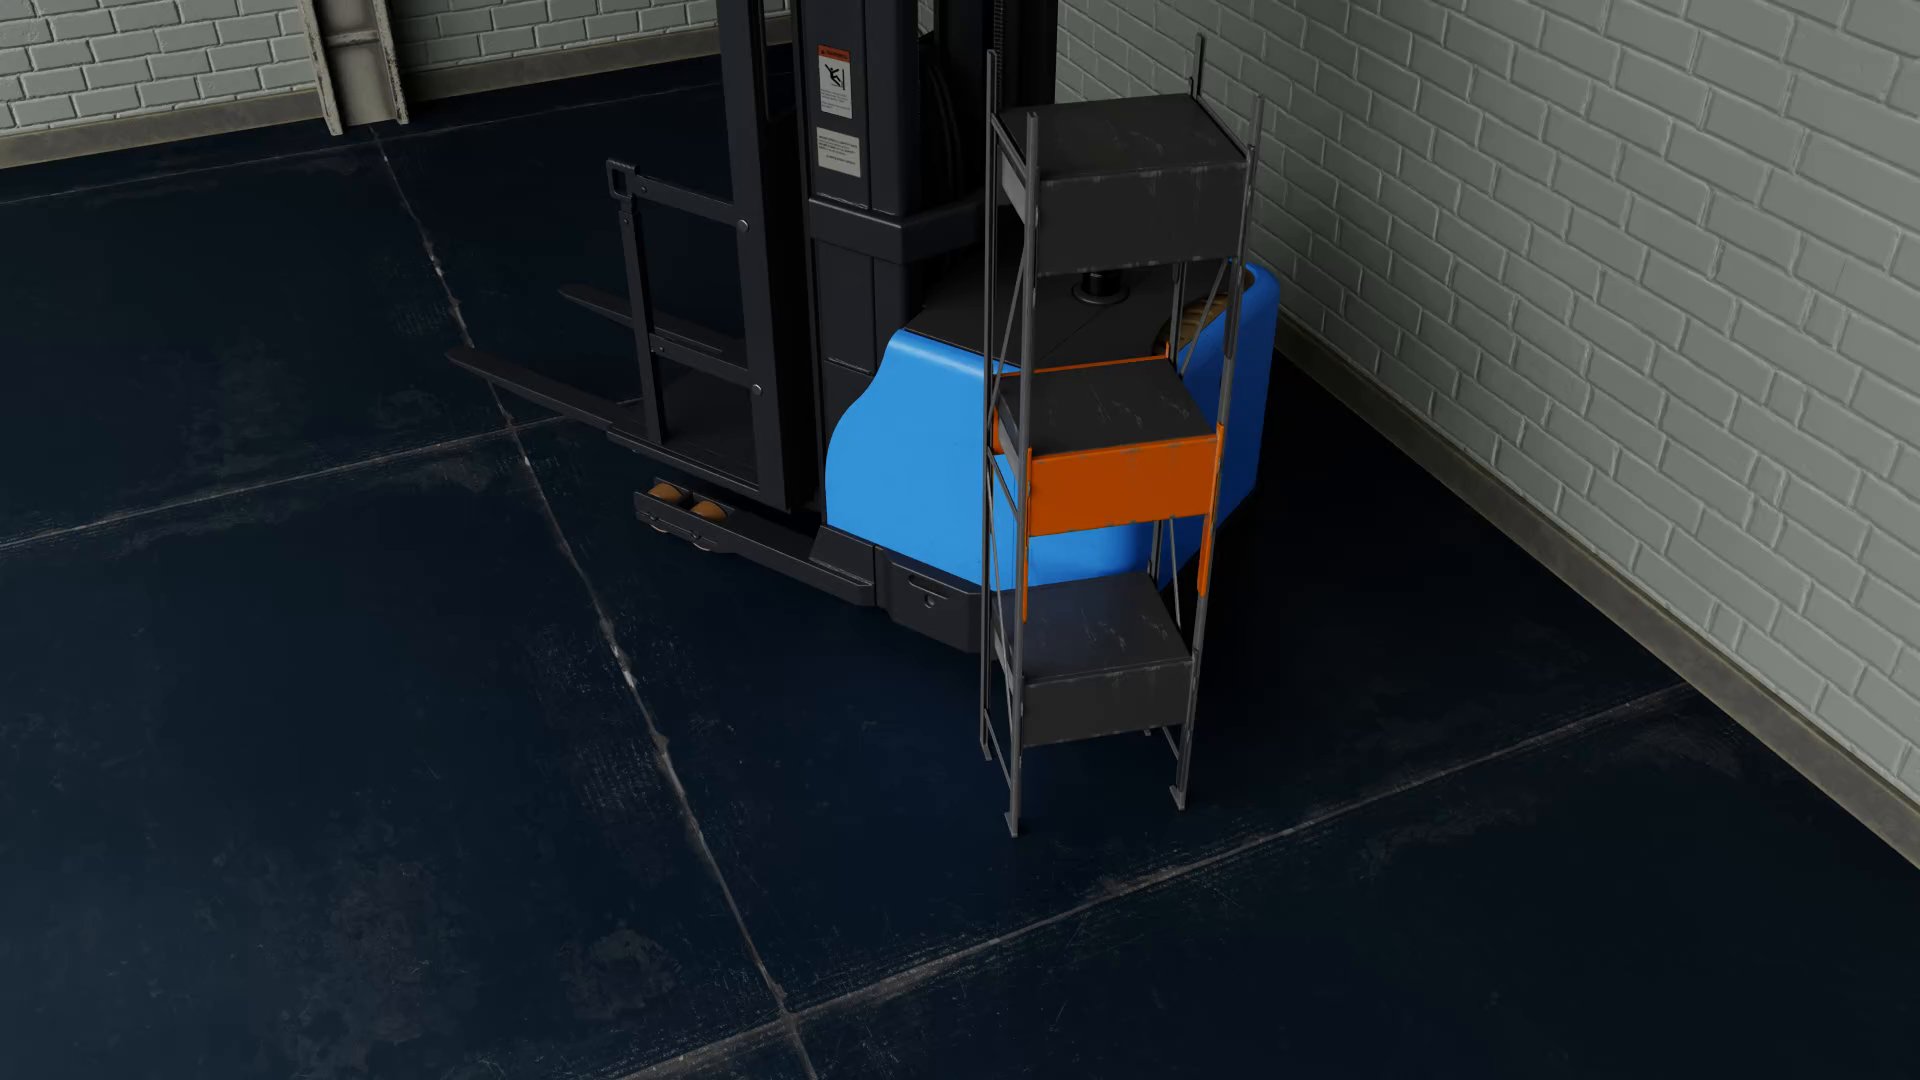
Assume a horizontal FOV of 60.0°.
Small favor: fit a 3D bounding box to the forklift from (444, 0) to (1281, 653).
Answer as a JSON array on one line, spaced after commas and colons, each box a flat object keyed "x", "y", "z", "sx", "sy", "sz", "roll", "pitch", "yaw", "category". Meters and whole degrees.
[{"x": -0.520, "y": -1.381, "z": 5.152, "sx": 3.031, "sy": 2.935, "sz": 1.130, "roll": 21, "pitch": 42, "yaw": 26, "category": "forklift"}]

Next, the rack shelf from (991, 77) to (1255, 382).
[{"x": 0.348, "y": -0.714, "z": 3.797, "sx": 0.480, "sy": 0.518, "sz": 0.431, "roll": -8, "pitch": 37, "yaw": -10, "category": "rack shelf"}]

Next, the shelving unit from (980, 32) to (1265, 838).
[{"x": 0.348, "y": -0.162, "z": 4.206, "sx": 0.503, "sy": 2.100, "sz": 0.431, "roll": -8, "pitch": 37, "yaw": -10, "category": "shelving unit"}]

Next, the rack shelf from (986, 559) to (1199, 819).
[{"x": 0.348, "y": 0.411, "z": 4.631, "sx": 0.480, "sy": 0.518, "sz": 0.431, "roll": -8, "pitch": 37, "yaw": -10, "category": "rack shelf"}]

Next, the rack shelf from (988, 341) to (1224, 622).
[{"x": 0.348, "y": -0.151, "z": 4.214, "sx": 0.480, "sy": 0.518, "sz": 0.431, "roll": -8, "pitch": 37, "yaw": -10, "category": "rack shelf"}]

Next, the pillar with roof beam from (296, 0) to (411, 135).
[{"x": -1.287, "y": -3.506, "z": 2.923, "sx": 0.400, "sy": 9.000, "sz": 9.100, "roll": -16, "pitch": 39, "yaw": -20, "category": "pillar with roof beam"}]

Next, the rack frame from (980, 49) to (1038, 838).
[{"x": 0.110, "y": -0.131, "z": 4.164, "sx": 0.015, "sy": 2.100, "sz": 0.400, "roll": -8, "pitch": 37, "yaw": -10, "category": "rack frame"}]

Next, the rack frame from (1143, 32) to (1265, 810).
[{"x": 0.586, "y": -0.194, "z": 4.249, "sx": 0.015, "sy": 2.100, "sz": 0.400, "roll": -8, "pitch": 37, "yaw": -10, "category": "rack frame"}]
